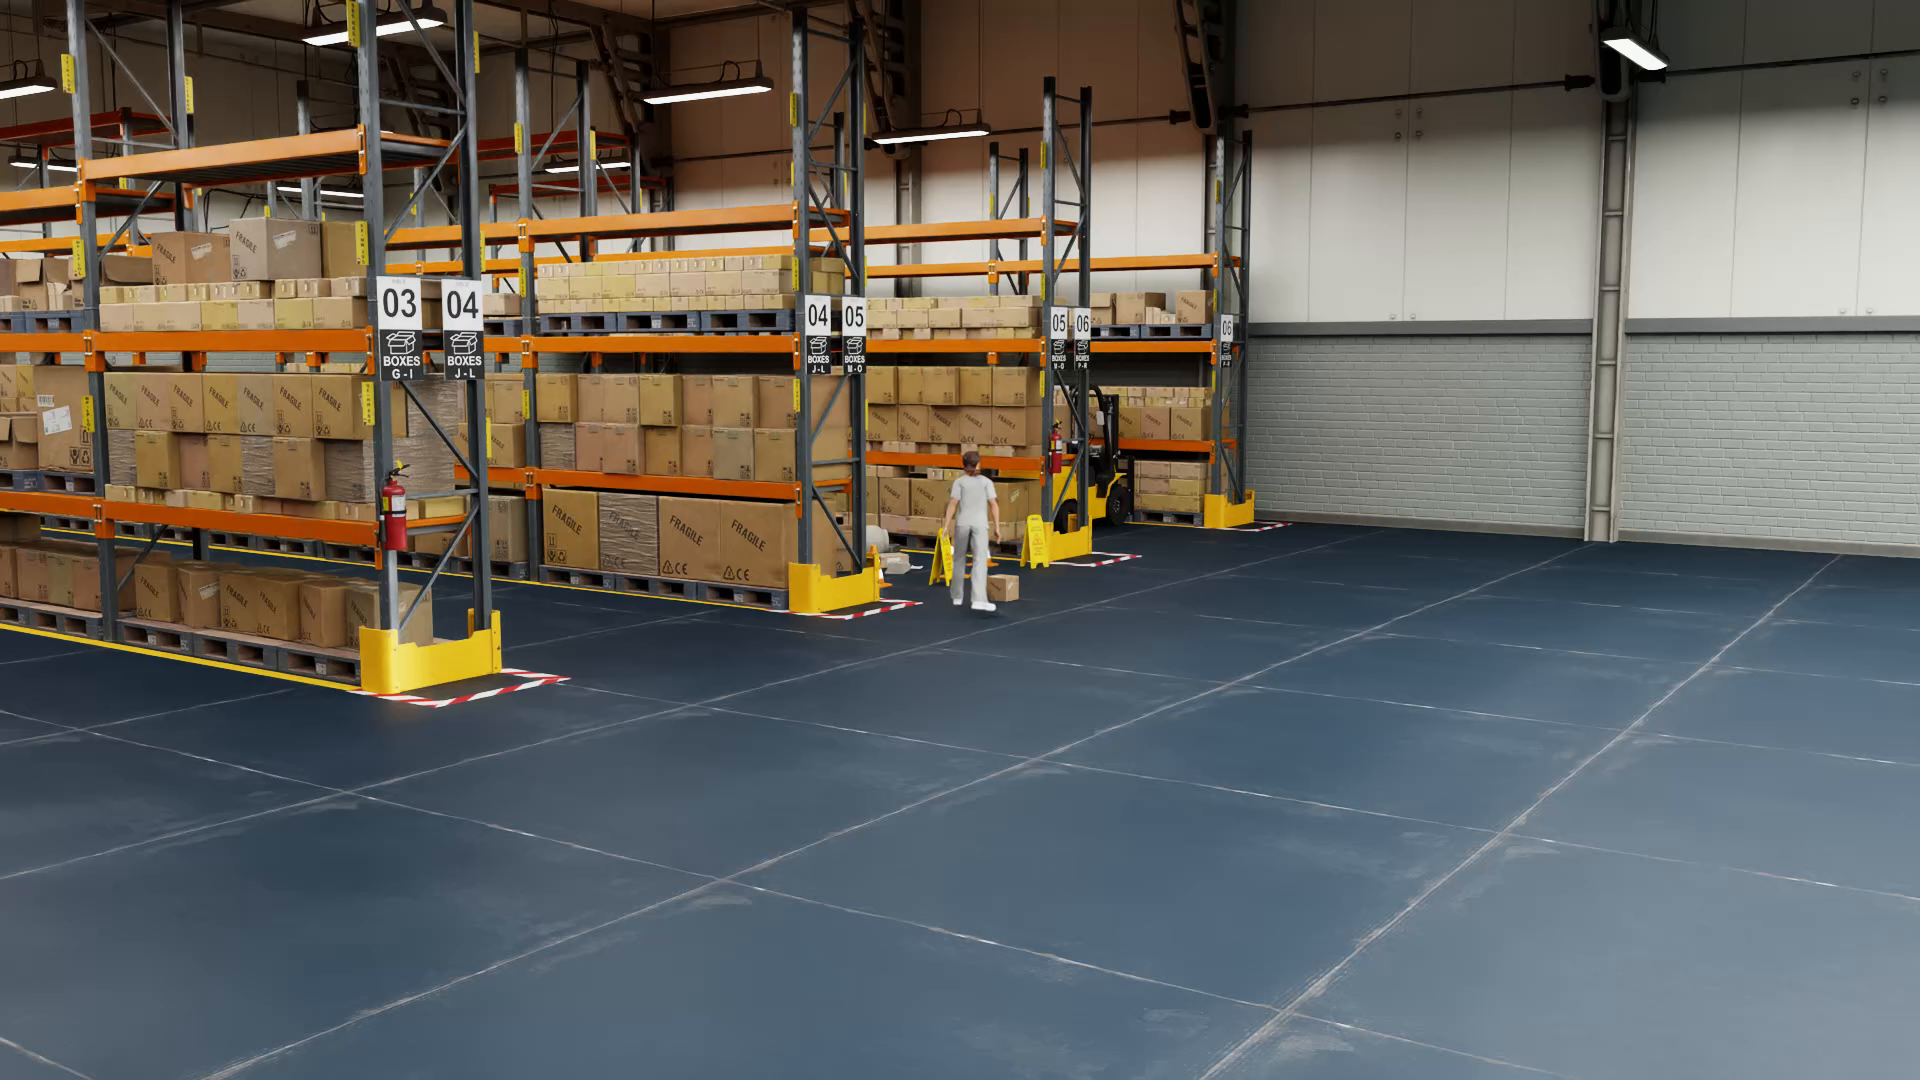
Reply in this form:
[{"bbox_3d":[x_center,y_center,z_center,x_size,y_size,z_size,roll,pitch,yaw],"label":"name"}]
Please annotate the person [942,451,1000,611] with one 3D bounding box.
[{"bbox_3d":[0.121,-0.104,16.983,0.585,1.607,1.007,0,6,4],"label":"person"}]
